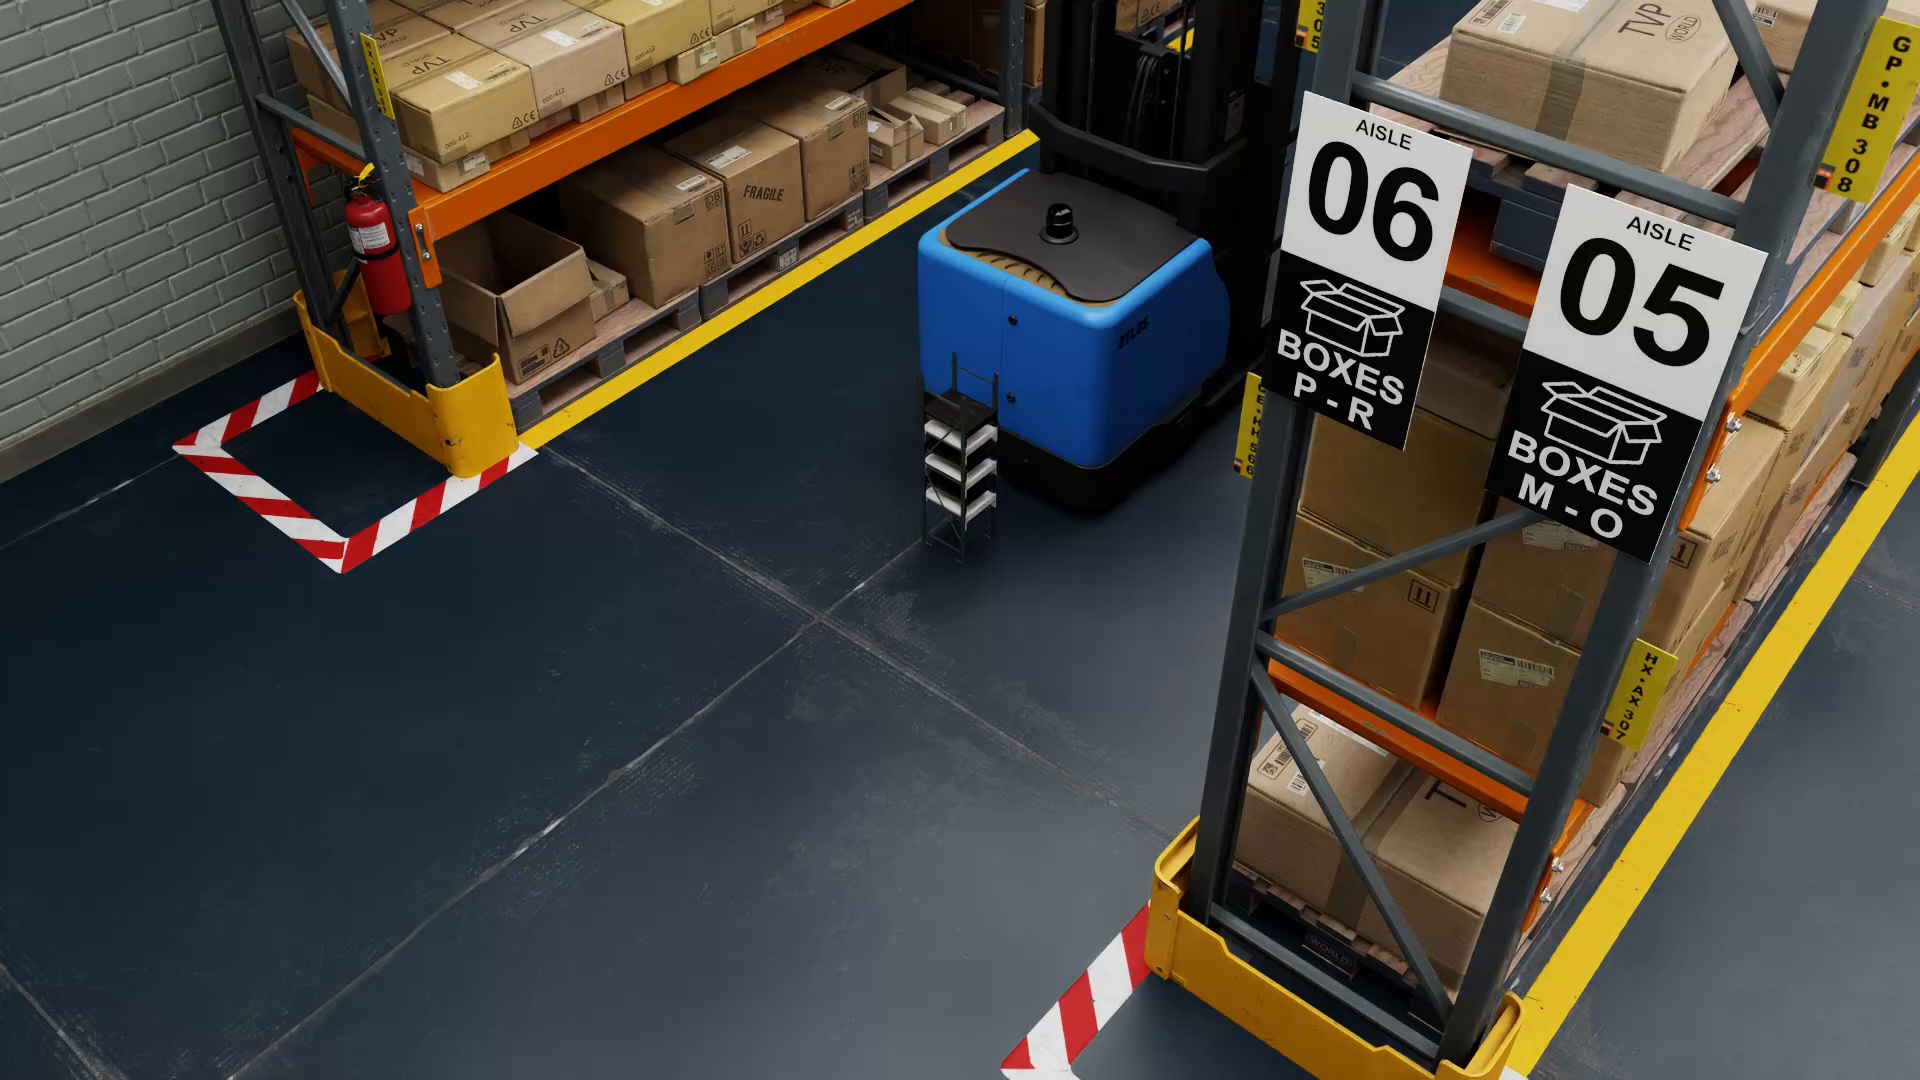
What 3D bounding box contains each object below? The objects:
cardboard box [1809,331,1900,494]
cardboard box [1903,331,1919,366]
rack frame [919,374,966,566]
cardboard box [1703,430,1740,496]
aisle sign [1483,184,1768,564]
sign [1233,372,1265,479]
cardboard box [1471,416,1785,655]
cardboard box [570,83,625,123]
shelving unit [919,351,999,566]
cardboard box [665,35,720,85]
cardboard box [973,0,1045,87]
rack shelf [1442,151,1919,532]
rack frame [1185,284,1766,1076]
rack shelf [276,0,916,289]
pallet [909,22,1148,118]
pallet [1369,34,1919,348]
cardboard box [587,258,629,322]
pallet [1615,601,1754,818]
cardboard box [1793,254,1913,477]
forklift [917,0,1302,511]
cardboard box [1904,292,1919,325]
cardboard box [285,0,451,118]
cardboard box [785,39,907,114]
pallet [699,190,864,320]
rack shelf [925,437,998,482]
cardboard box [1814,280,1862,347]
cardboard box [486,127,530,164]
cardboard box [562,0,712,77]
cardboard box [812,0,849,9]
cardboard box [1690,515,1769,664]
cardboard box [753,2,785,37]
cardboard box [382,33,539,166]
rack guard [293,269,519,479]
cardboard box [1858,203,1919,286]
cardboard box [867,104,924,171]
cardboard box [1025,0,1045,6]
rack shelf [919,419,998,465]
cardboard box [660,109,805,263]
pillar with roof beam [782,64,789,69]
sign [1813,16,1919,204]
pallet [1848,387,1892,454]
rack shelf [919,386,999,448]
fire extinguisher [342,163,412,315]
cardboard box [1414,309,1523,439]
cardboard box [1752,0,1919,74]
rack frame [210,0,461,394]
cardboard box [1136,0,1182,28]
[{"bbox_3d":[2.657,-0.477,5.471,0.500,0.500,0.500,31,51,30],"label":"cardboard box"},{"bbox_3d":[3.318,-1.006,6.052,0.500,0.500,0.500,28,49,28],"label":"cardboard box"},{"bbox_3d":[-0.071,-0.276,6.885,0.240,0.900,0.006,29,50,28],"label":"rack frame"},{"bbox_3d":[1.614,-0.236,3.980,0.380,0.149,0.250,31,50,29],"label":"cardboard box"},{"bbox_3d":[1.349,-0.325,3.445,0.394,0.787,0.004,29,50,28],"label":"aisle sign"},{"bbox_3d":[0.767,-0.284,4.296,0.100,0.325,0.005,29,50,28],"label":"sign"},{"bbox_3d":[1.700,-0.057,4.265,0.500,0.500,0.500,28,49,28],"label":"cardboard box"},{"bbox_3d":[-1.726,-2.035,7.446,0.380,0.149,0.250,31,51,30],"label":"cardboard box"},{"bbox_3d":[-0.005,-0.329,6.943,0.258,0.900,0.210,29,50,28],"label":"shelving unit"},{"bbox_3d":[-1.340,-2.272,7.706,0.380,0.149,0.250,28,49,27],"label":"cardboard box"},{"bbox_3d":[0.429,-3.115,9.992,0.500,0.500,0.500,32,51,30],"label":"cardboard box"},{"bbox_3d":[2.460,-1.399,4.864,1.077,0.370,4.000,29,50,28],"label":"rack shelf"},{"bbox_3d":[1.173,0.474,4.499,1.000,3.000,0.127,29,50,28],"label":"rack frame"},{"bbox_3d":[-1.341,-2.437,8.235,1.077,0.370,4.000,29,50,28],"label":"rack shelf"},{"bbox_3d":[0.440,-3.136,10.542,1.003,0.211,1.213,29,50,28],"label":"pallet"},{"bbox_3d":[1.643,-0.989,3.945,1.003,0.211,1.213,29,50,28],"label":"pallet"},{"bbox_3d":[-1.859,-1.249,8.201,0.380,0.149,0.250,28,49,27],"label":"cardboard box"},{"bbox_3d":[2.413,0.435,6.615,1.003,0.211,1.213,29,50,28],"label":"pallet"},{"bbox_3d":[2.353,-0.594,4.856,0.500,0.500,0.500,29,50,28],"label":"cardboard box"},{"bbox_3d":[1.116,-2.145,7.431,1.130,2.935,3.031,28,49,28],"label":"forklift"},{"bbox_3d":[3.002,-1.106,5.419,0.500,0.500,0.500,30,50,29],"label":"cardboard box"},{"bbox_3d":[-2.535,-2.079,7.197,0.500,0.250,0.500,31,51,30],"label":"cardboard box"},{"bbox_3d":[-0.660,-2.655,9.627,0.500,0.311,0.500,31,51,30],"label":"cardboard box"},{"bbox_3d":[-1.282,-1.716,8.981,1.003,0.211,1.213,29,50,28],"label":"pallet"},{"bbox_3d":[-0.005,-0.371,6.905,0.258,0.077,0.200,29,50,28],"label":"rack shelf"},{"bbox_3d":[2.138,-0.629,4.412,0.380,0.149,0.250,28,49,27],"label":"cardboard box"},{"bbox_3d":[-2.078,-1.781,7.166,0.380,0.149,0.250,31,51,29],"label":"cardboard box"},{"bbox_3d":[-1.482,-2.367,7.513,0.500,0.250,0.500,29,49,28],"label":"cardboard box"},{"bbox_3d":[-0.698,-2.811,8.299,0.380,0.149,0.250,29,50,28],"label":"cardboard box"},{"bbox_3d":[2.006,0.042,4.900,0.500,0.500,0.500,29,50,28],"label":"cardboard box"},{"bbox_3d":[-1.073,-2.579,8.044,0.380,0.149,0.250,29,50,28],"label":"cardboard box"},{"bbox_3d":[-2.130,-1.844,6.939,0.500,0.250,0.500,30,50,29],"label":"cardboard box"},{"bbox_3d":[-2.579,-0.787,7.744,1.175,0.500,0.348,29,50,28],"label":"rack guard"},{"bbox_3d":[2.460,-0.897,4.707,0.380,0.149,0.250,30,50,29],"label":"cardboard box"},{"bbox_3d":[-0.418,-2.278,9.246,0.396,0.266,0.258,31,51,30],"label":"cardboard box"},{"bbox_3d":[0.380,-3.273,9.683,0.380,0.149,0.250,32,51,30],"label":"cardboard box"},{"bbox_3d":[-0.005,-0.437,6.844,0.258,0.077,0.200,29,50,28],"label":"rack shelf"},{"bbox_3d":[-1.165,-1.830,8.578,0.500,0.500,0.500,30,50,29],"label":"cardboard box"},{"bbox_3d":[2.103,-4.120,5.092,9.100,9.000,0.400,29,50,28],"label":"pillar with roof beam"},{"bbox_3d":[1.594,-0.745,2.901,0.100,0.325,0.005,29,50,28],"label":"sign"},{"bbox_3d":[4.186,-0.984,8.175,1.003,0.211,1.213,29,50,28],"label":"pallet"},{"bbox_3d":[-0.005,-0.504,6.783,0.258,0.077,0.200,29,50,28],"label":"rack shelf"},{"bbox_3d":[-2.369,-1.230,6.708,0.296,0.674,0.183,29,50,28],"label":"fire extinguisher"},{"bbox_3d":[1.251,-0.444,4.209,0.380,0.149,0.250,30,50,29],"label":"cardboard box"},{"bbox_3d":[2.050,-1.196,3.906,0.380,0.149,0.250,31,51,30],"label":"cardboard box"},{"bbox_3d":[-2.628,-1.673,6.860,1.000,3.000,0.127,29,50,28],"label":"rack frame"},{"bbox_3d":[1.089,-3.648,10.579,0.500,0.500,0.500,28,49,27],"label":"cardboard box"}]
